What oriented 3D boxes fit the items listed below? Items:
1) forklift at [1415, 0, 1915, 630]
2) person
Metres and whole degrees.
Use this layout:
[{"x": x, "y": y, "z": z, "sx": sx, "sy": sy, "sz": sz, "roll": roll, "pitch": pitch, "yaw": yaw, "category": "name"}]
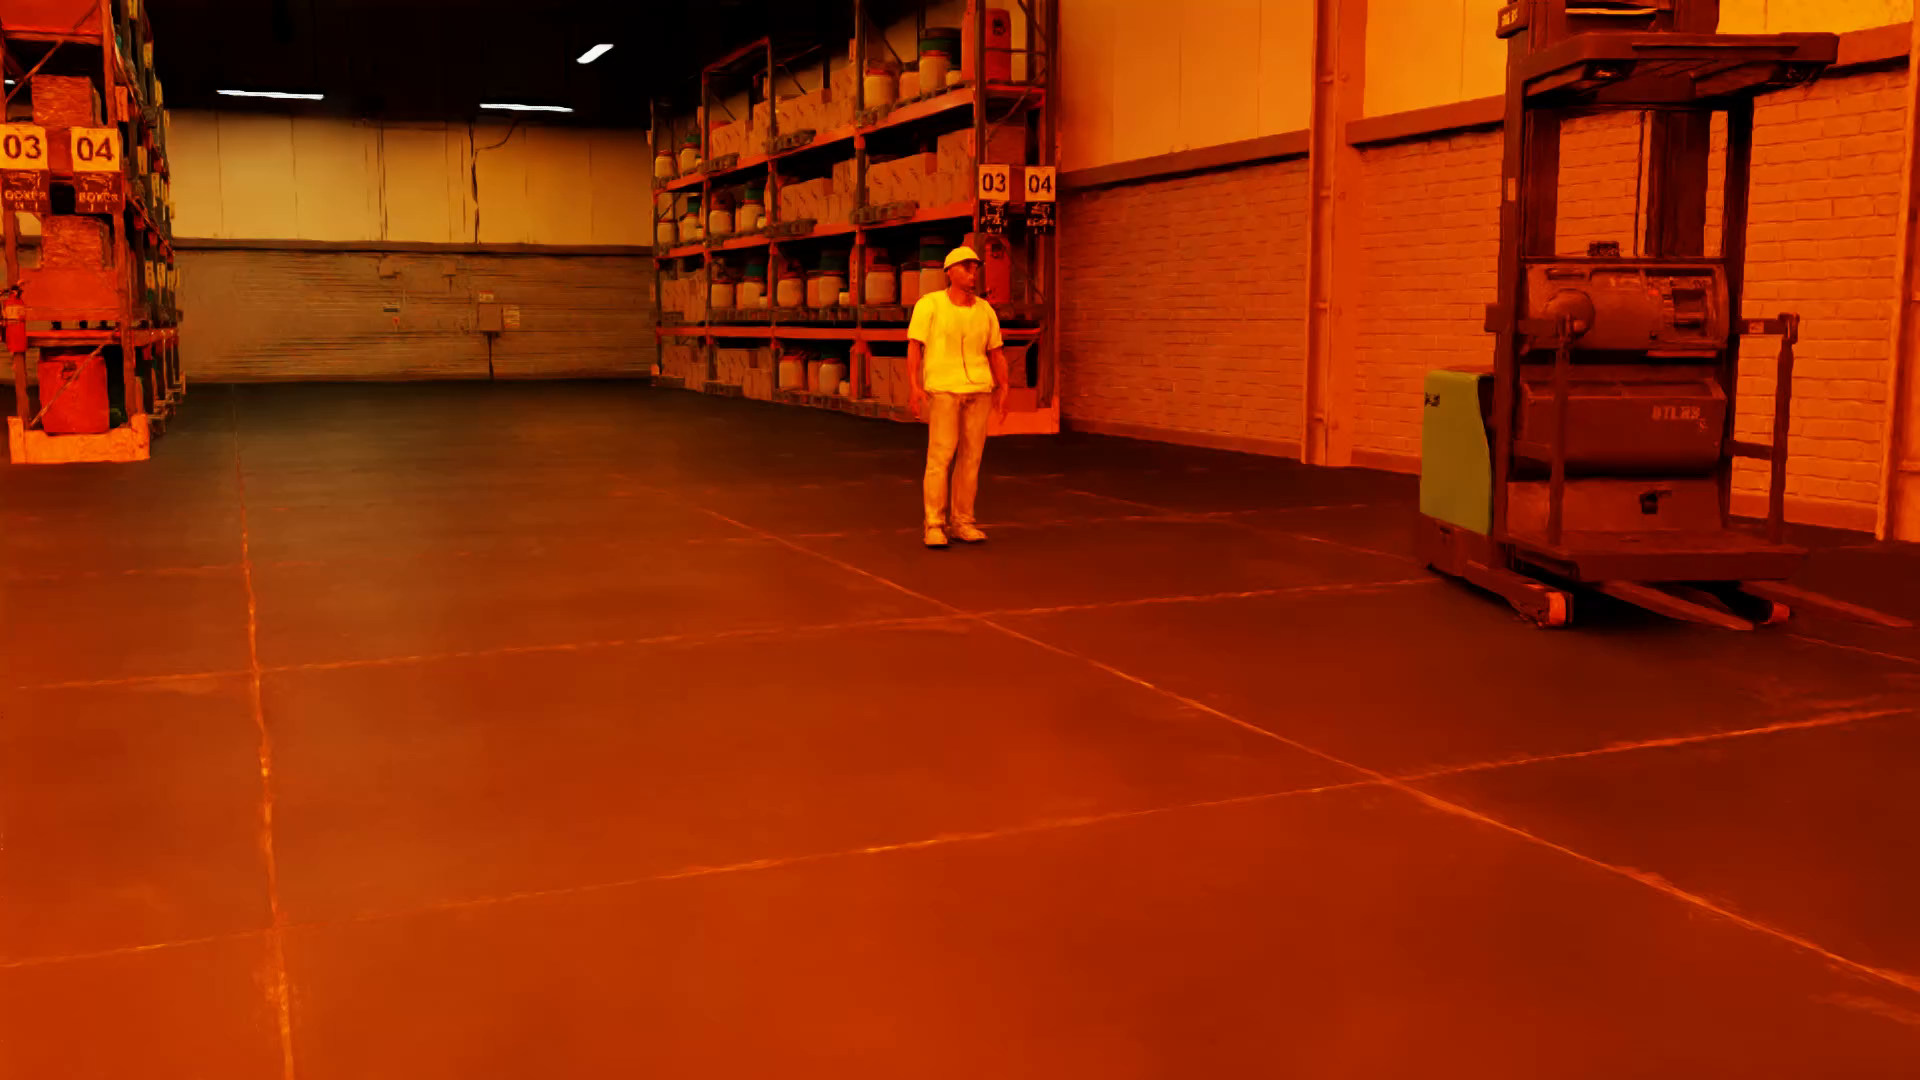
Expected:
[{"x": 3.056, "y": -1.112, "z": 7.376, "sx": 1.130, "sy": 2.935, "sz": 3.031, "roll": 0, "pitch": 8, "yaw": -4, "category": "forklift"}, {"x": 0.023, "y": -0.874, "z": 9.972, "sx": 0.665, "sy": 1.766, "sz": 0.576, "roll": -3, "pitch": 8, "yaw": -23, "category": "person"}]
